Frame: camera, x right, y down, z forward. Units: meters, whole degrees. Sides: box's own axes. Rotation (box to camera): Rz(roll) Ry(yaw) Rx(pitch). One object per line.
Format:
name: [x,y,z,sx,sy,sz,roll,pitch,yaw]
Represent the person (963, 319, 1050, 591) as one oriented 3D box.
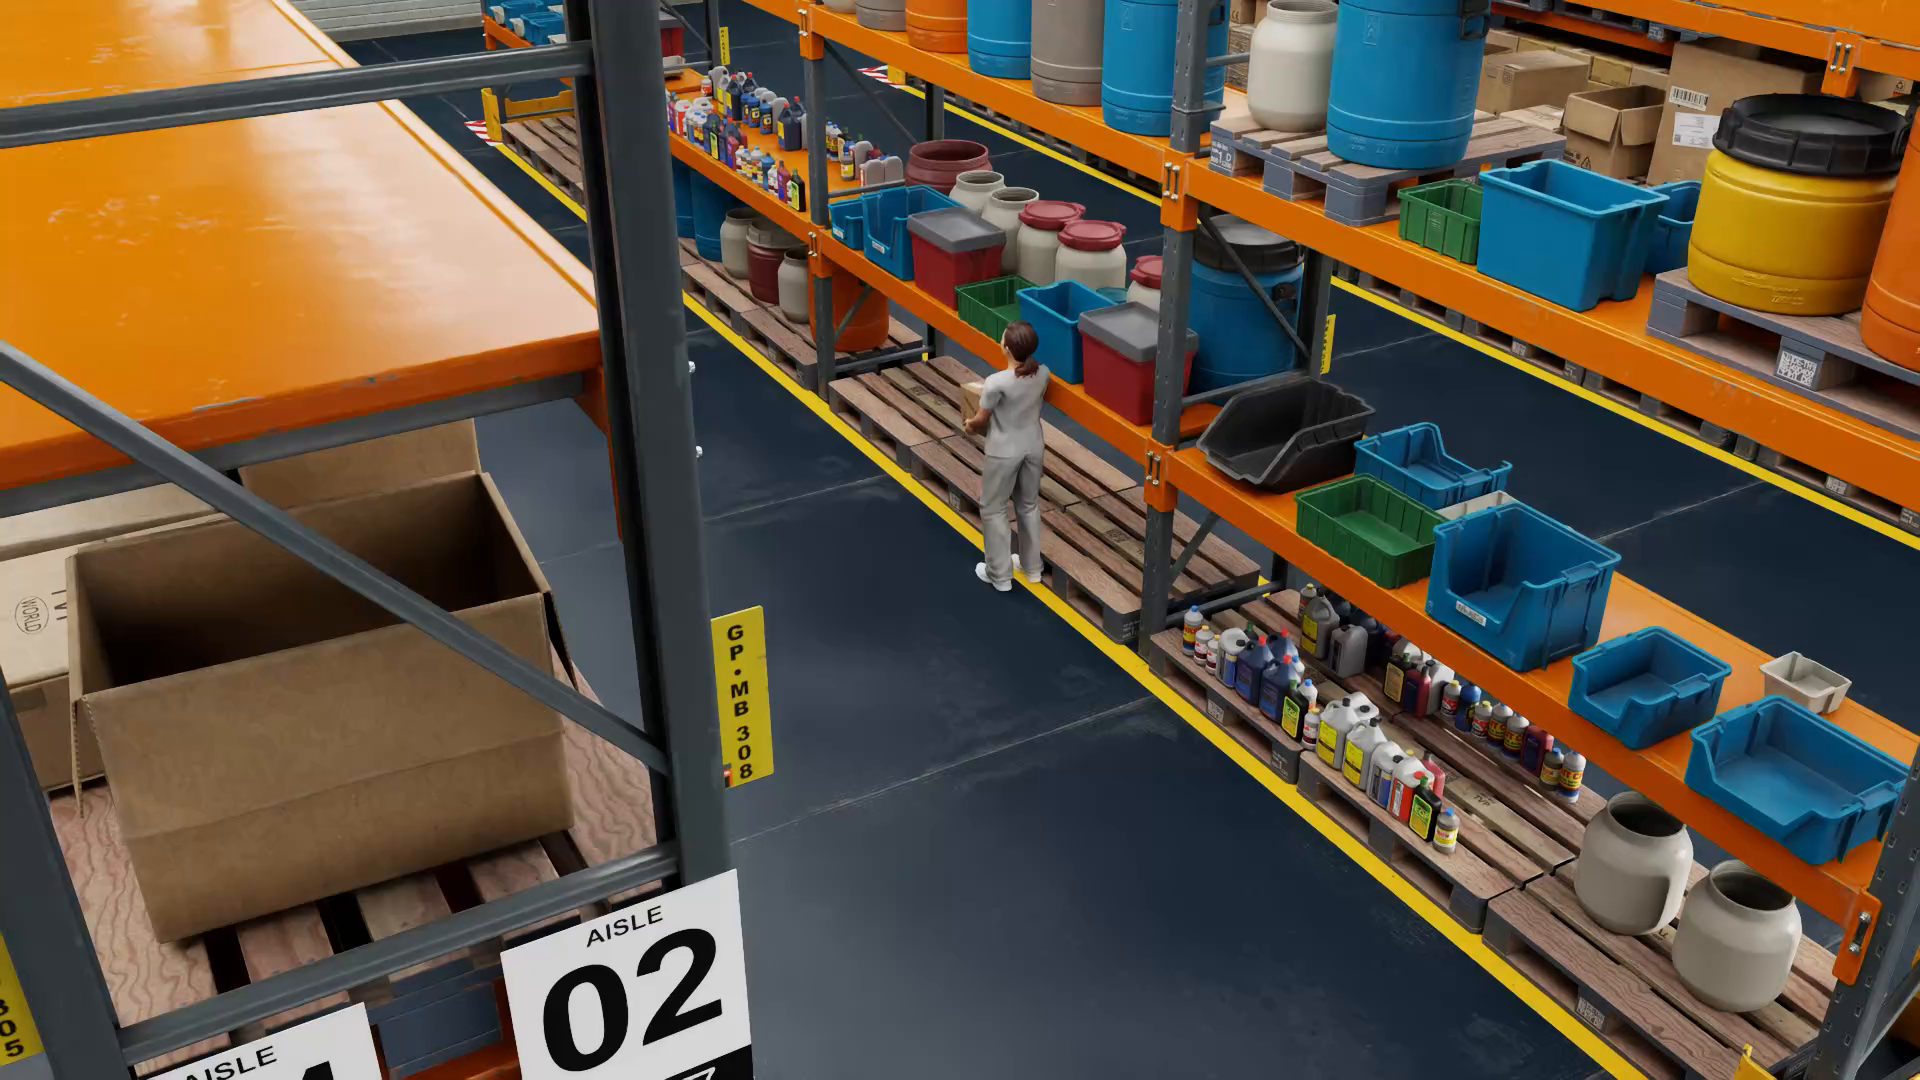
person: [0.269,-0.512,9.497,0.438,1.654,0.553,-16,33,-26]
